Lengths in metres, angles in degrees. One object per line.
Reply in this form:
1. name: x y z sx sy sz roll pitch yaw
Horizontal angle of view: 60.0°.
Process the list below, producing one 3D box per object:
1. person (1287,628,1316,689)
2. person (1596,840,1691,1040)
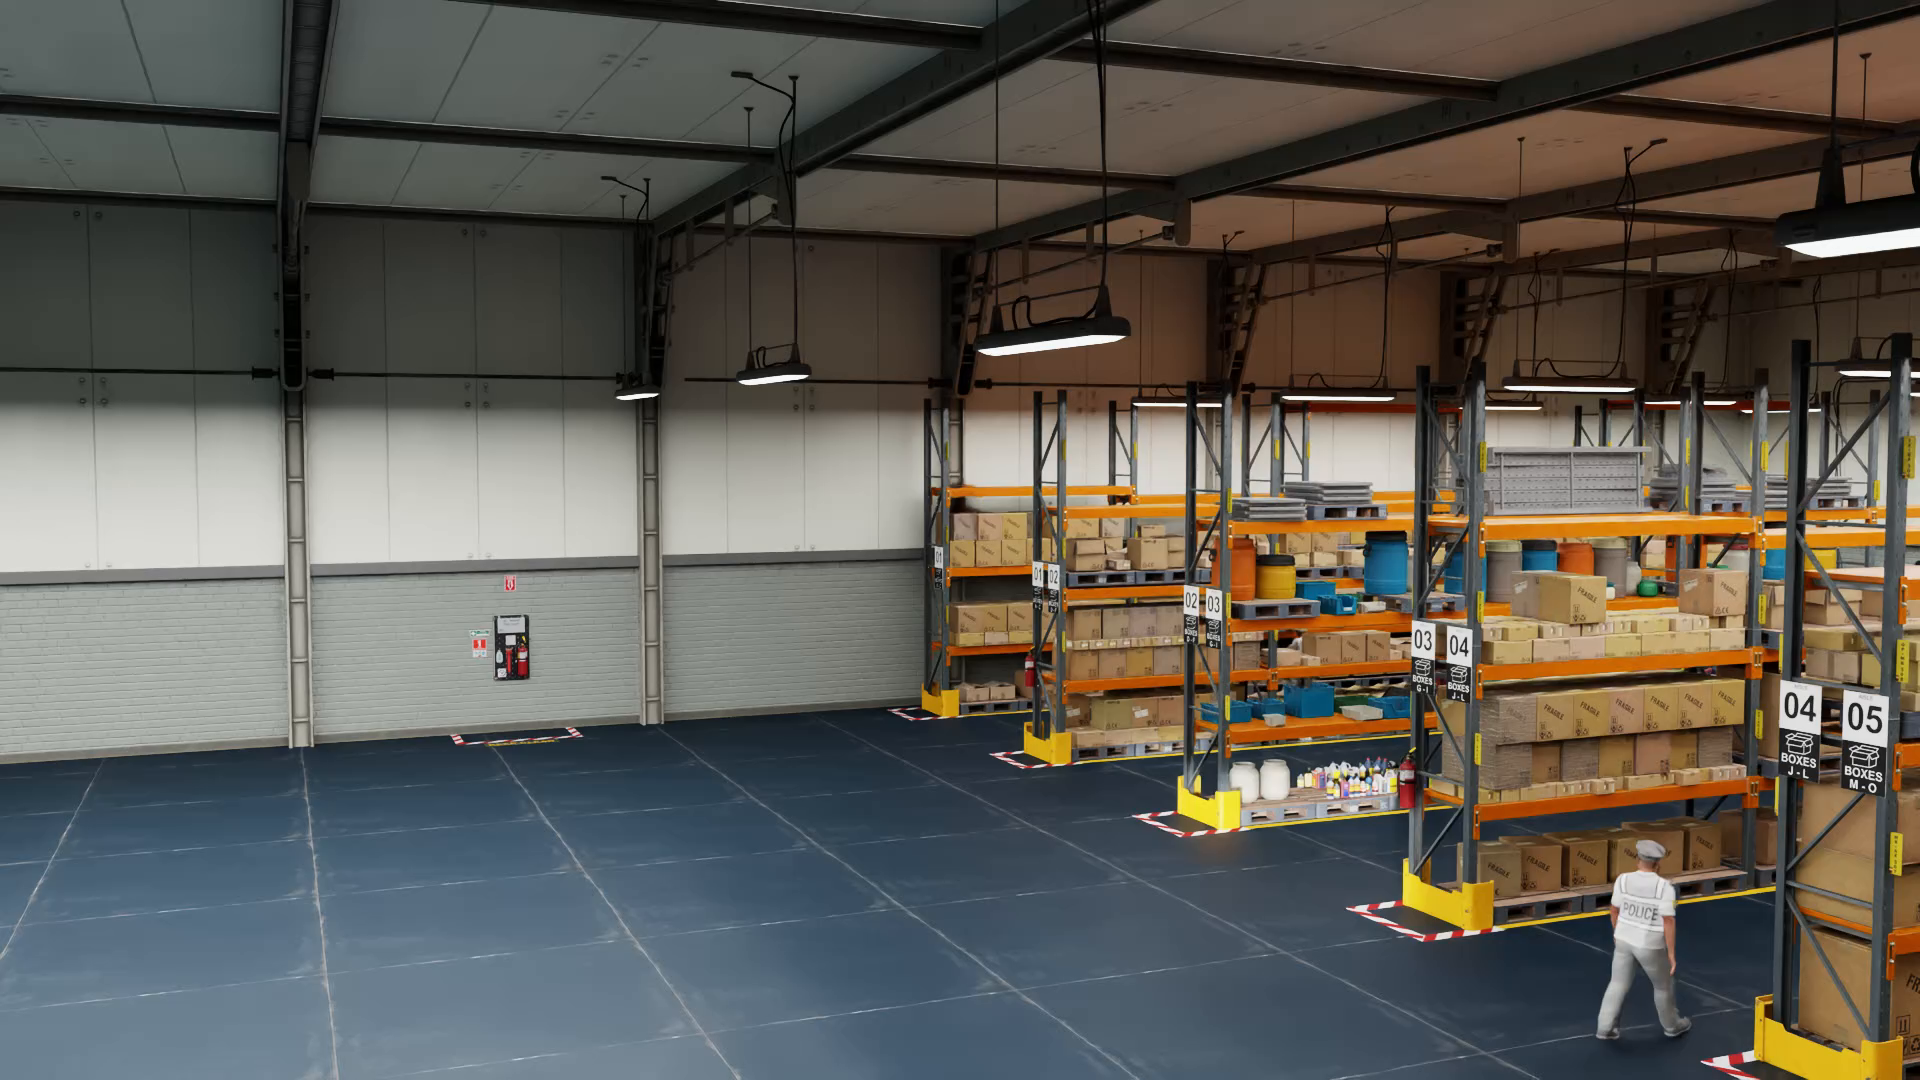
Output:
1. person: 6.369 2.432 31.101 0.645 1.796 0.394 -2 4 -26
2. person: 5.939 3.437 14.304 0.985 1.723 0.657 -2 4 -33
